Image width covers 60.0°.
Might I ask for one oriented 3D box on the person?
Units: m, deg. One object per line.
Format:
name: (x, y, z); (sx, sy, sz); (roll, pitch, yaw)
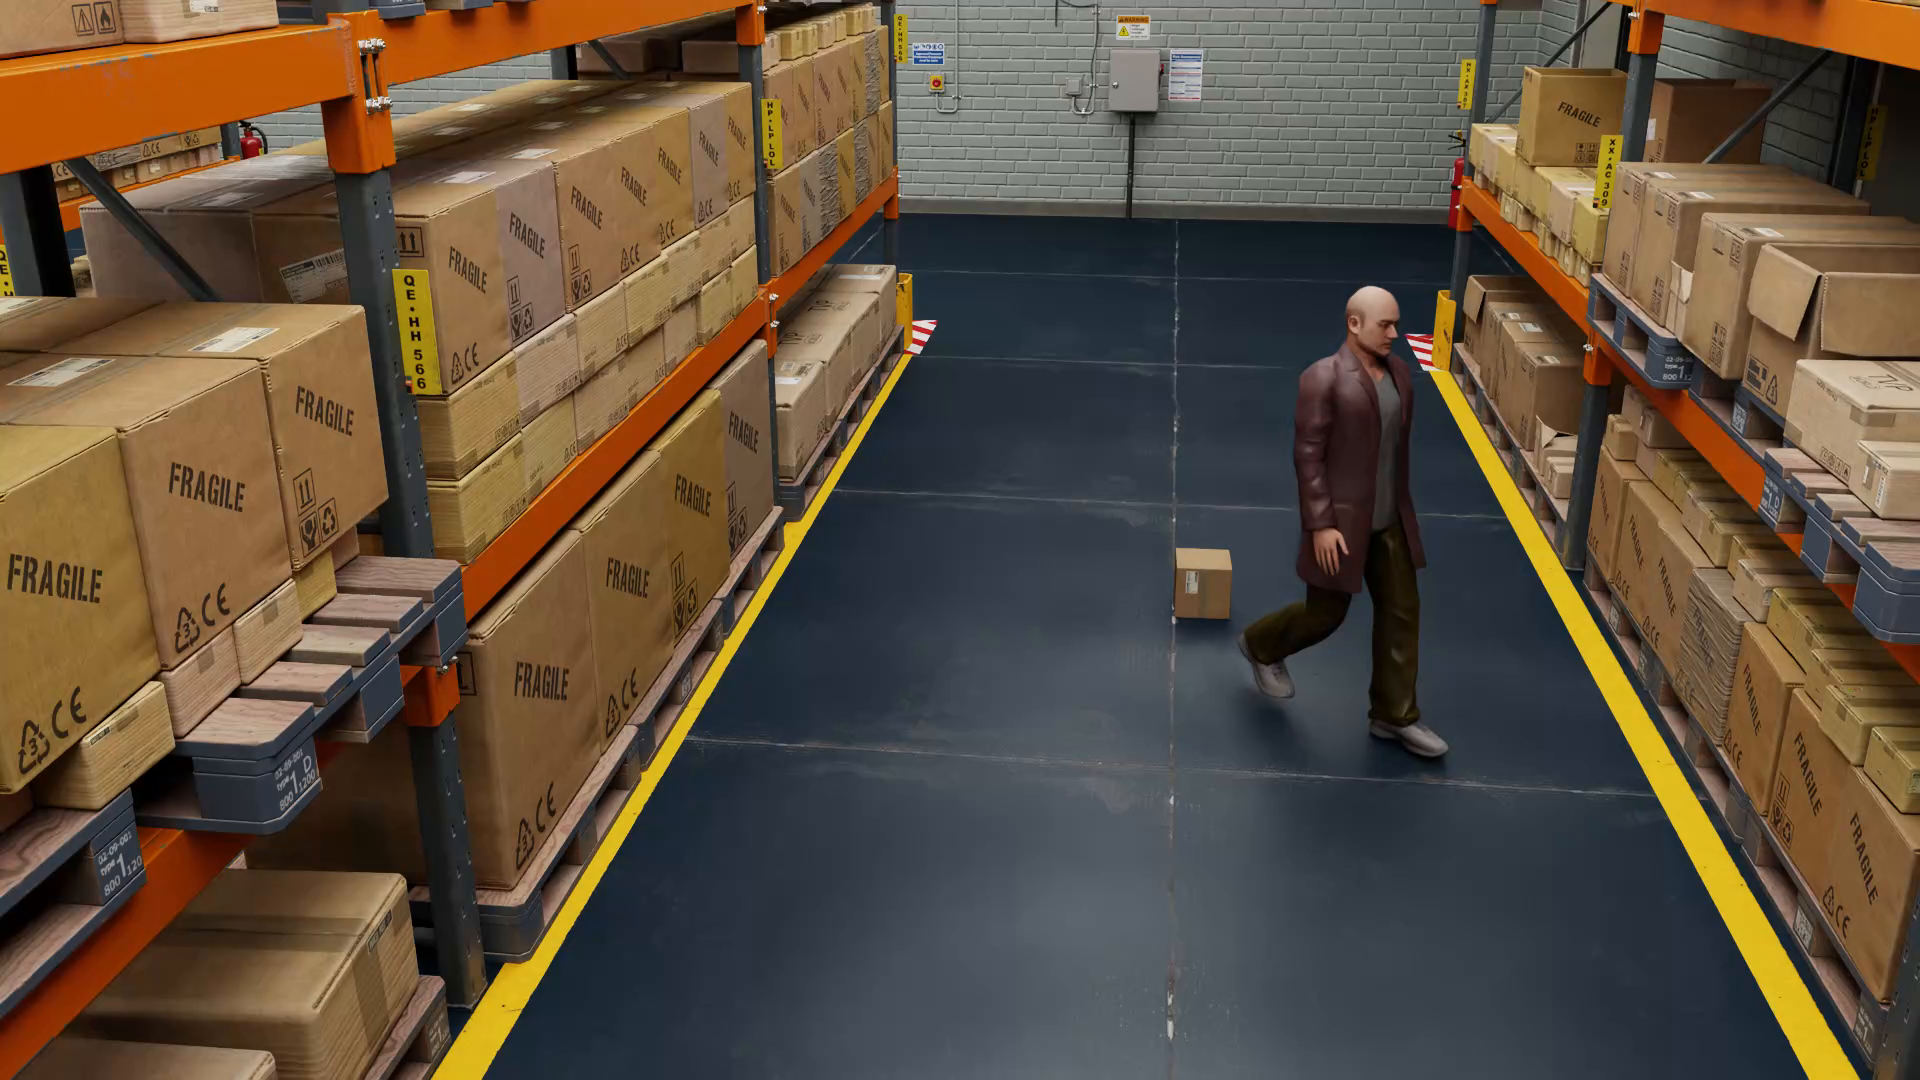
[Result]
person: (1.534, -0.086, 6.341); (0.603, 1.748, 0.921); (-12, 24, -28)
